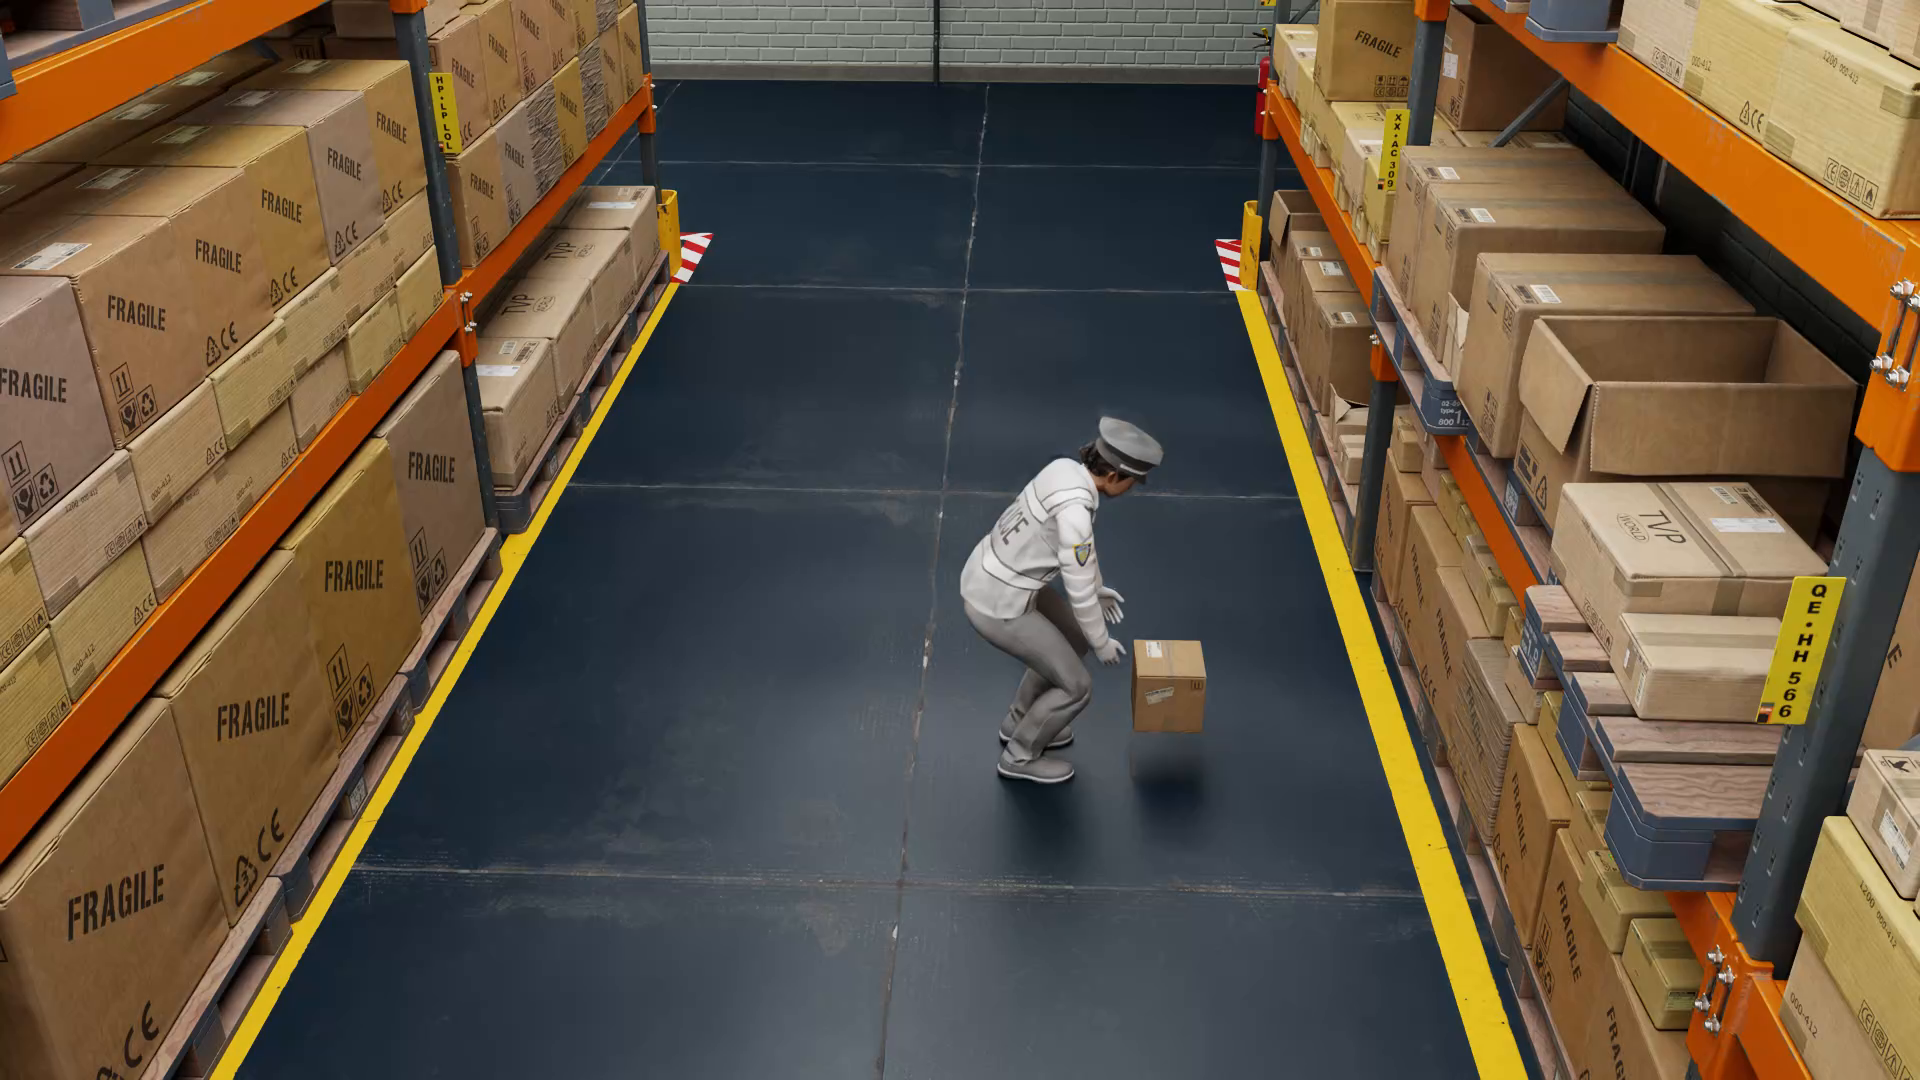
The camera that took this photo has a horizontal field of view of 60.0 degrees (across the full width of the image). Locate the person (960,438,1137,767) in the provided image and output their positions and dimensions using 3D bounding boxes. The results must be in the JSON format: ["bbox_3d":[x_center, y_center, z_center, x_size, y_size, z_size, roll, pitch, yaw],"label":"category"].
[{"bbox_3d":[-2.940,1.005,3.665,6.986,2.202,5.623,1,28,2],"label":"person"}]
